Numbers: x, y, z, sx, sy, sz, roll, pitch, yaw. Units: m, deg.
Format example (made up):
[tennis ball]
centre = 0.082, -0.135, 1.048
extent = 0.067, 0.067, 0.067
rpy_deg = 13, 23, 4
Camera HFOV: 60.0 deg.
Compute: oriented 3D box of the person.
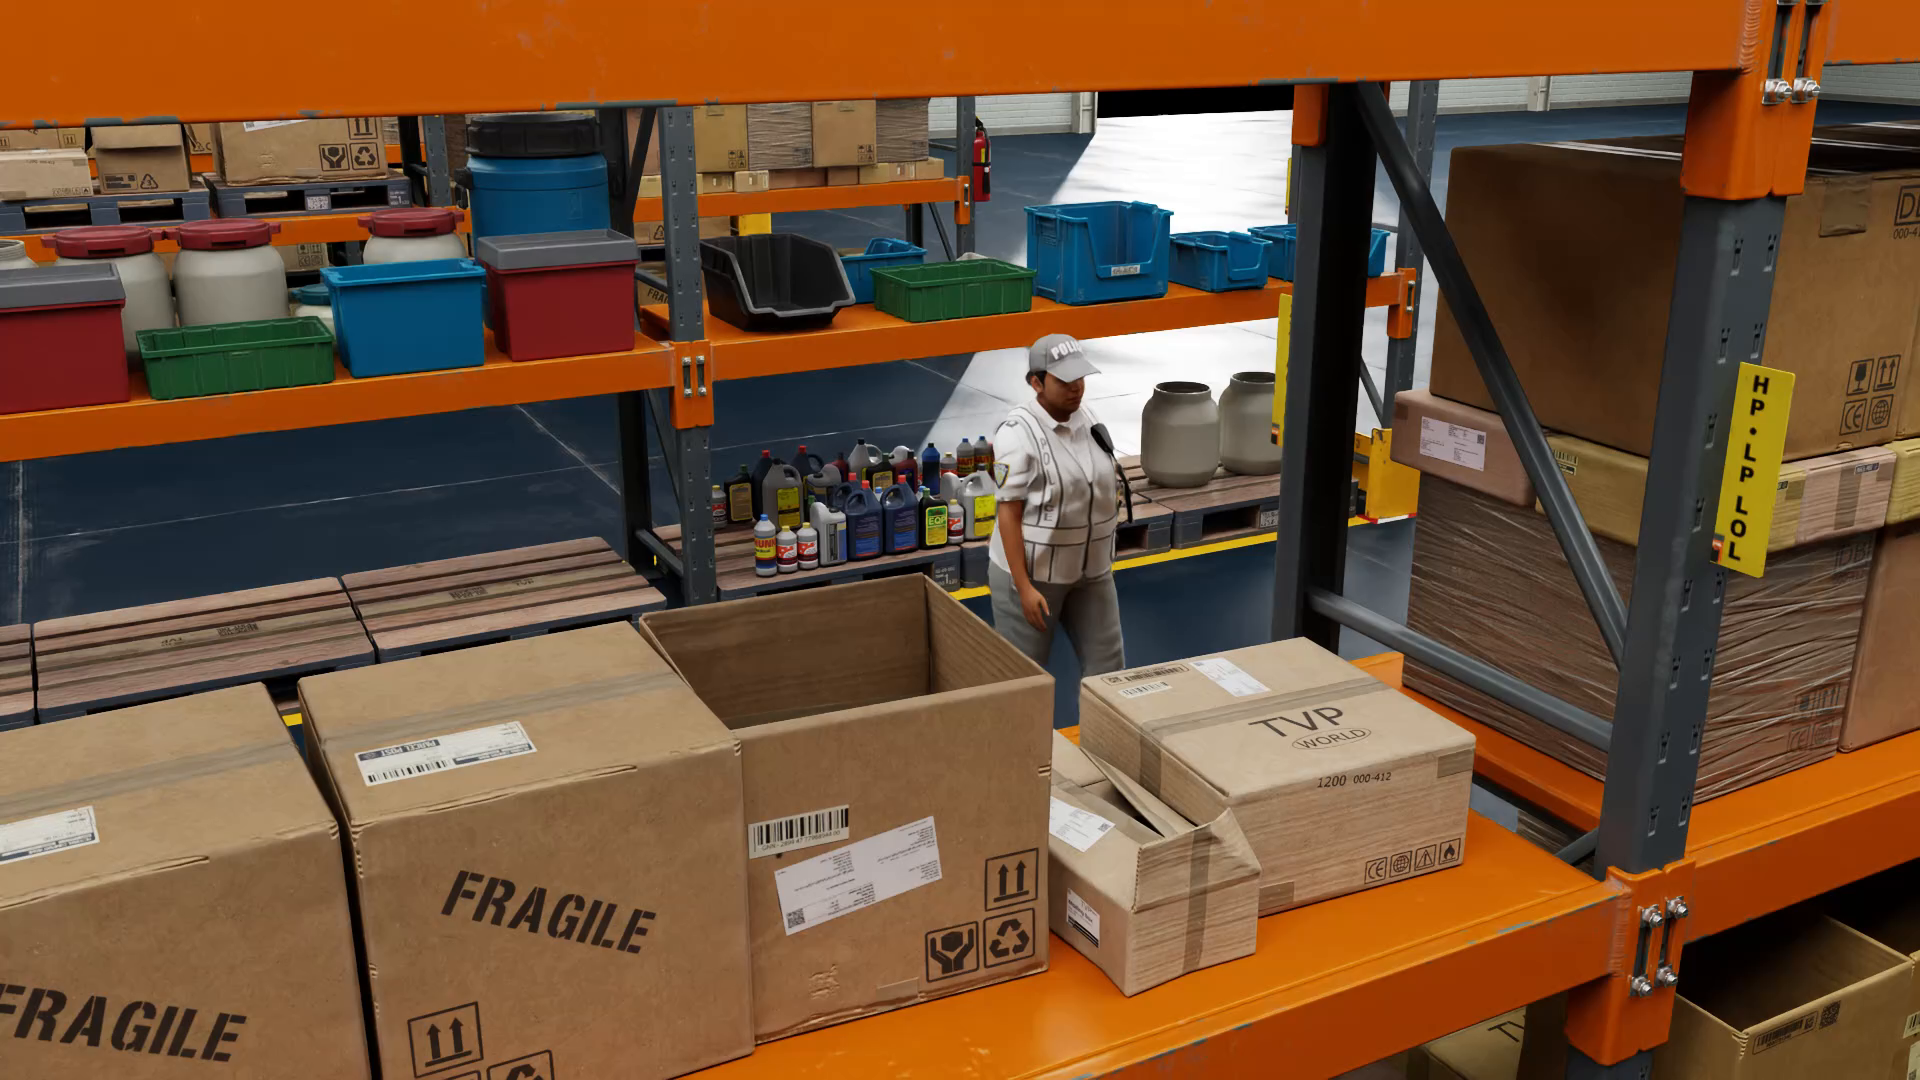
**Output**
[person]
centre = 0.372, 0.138, 5.610
extent = 0.487, 1.655, 0.691
rpy_deg = -13, 22, -33
